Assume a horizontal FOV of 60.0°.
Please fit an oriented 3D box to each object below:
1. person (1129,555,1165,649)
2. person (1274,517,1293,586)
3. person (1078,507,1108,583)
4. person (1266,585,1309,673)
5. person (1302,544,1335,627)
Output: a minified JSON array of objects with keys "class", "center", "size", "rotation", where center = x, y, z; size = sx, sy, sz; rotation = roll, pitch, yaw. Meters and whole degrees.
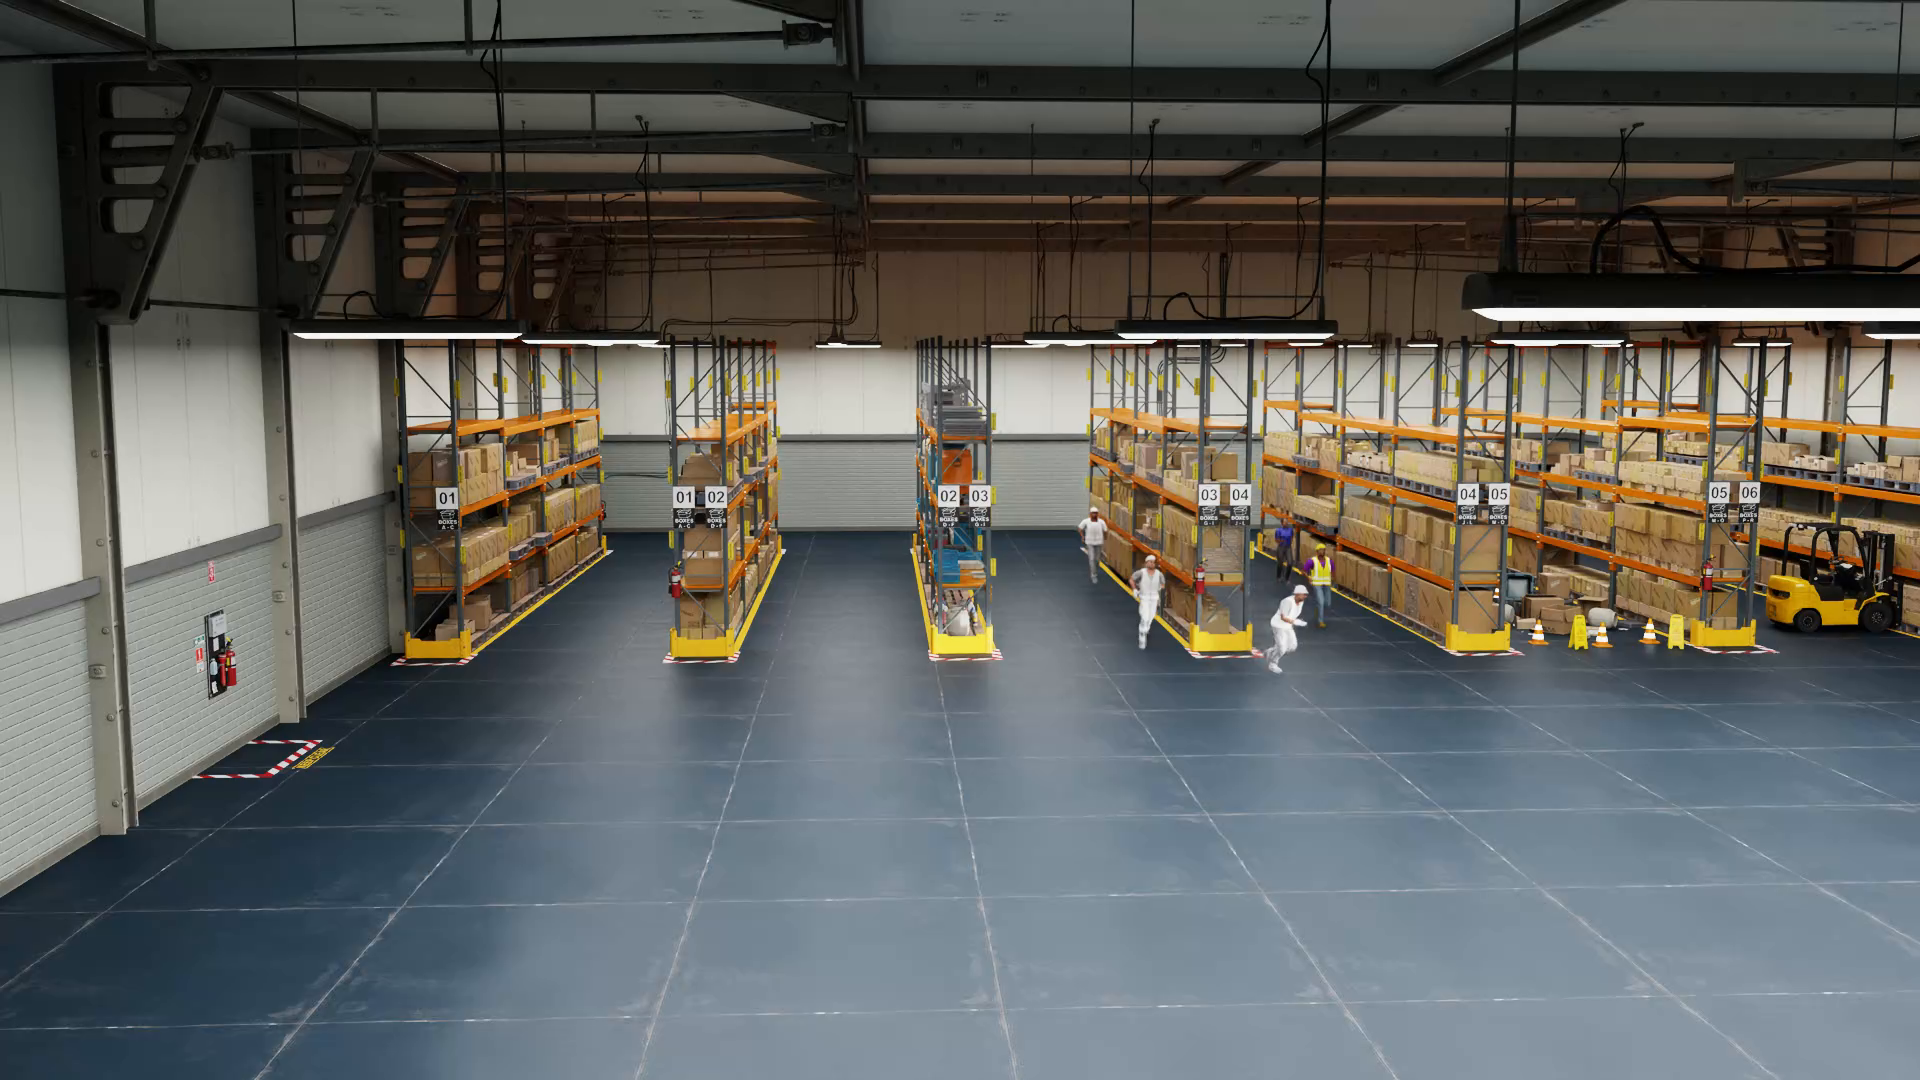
[{"class":"person","center":[3.657,1.200,32.238],"size":[0.654,1.835,0.741],"rotation":[-1,7,-11]},{"class":"person","center":[7.957,0.286,40.768],"size":[0.523,1.695,0.765],"rotation":[0,6,-3]},{"class":"person","center":[3.167,0.104,39.374],"size":[0.700,1.775,0.786],"rotation":[-1,7,-6]},{"class":"person","center":[5.858,1.575,29.646],"size":[0.840,1.606,0.708],"rotation":[5,8,39]},{"class":"person","center":[7.500,0.935,34.670],"size":[0.707,1.723,0.753],"rotation":[-1,7,-10]}]
